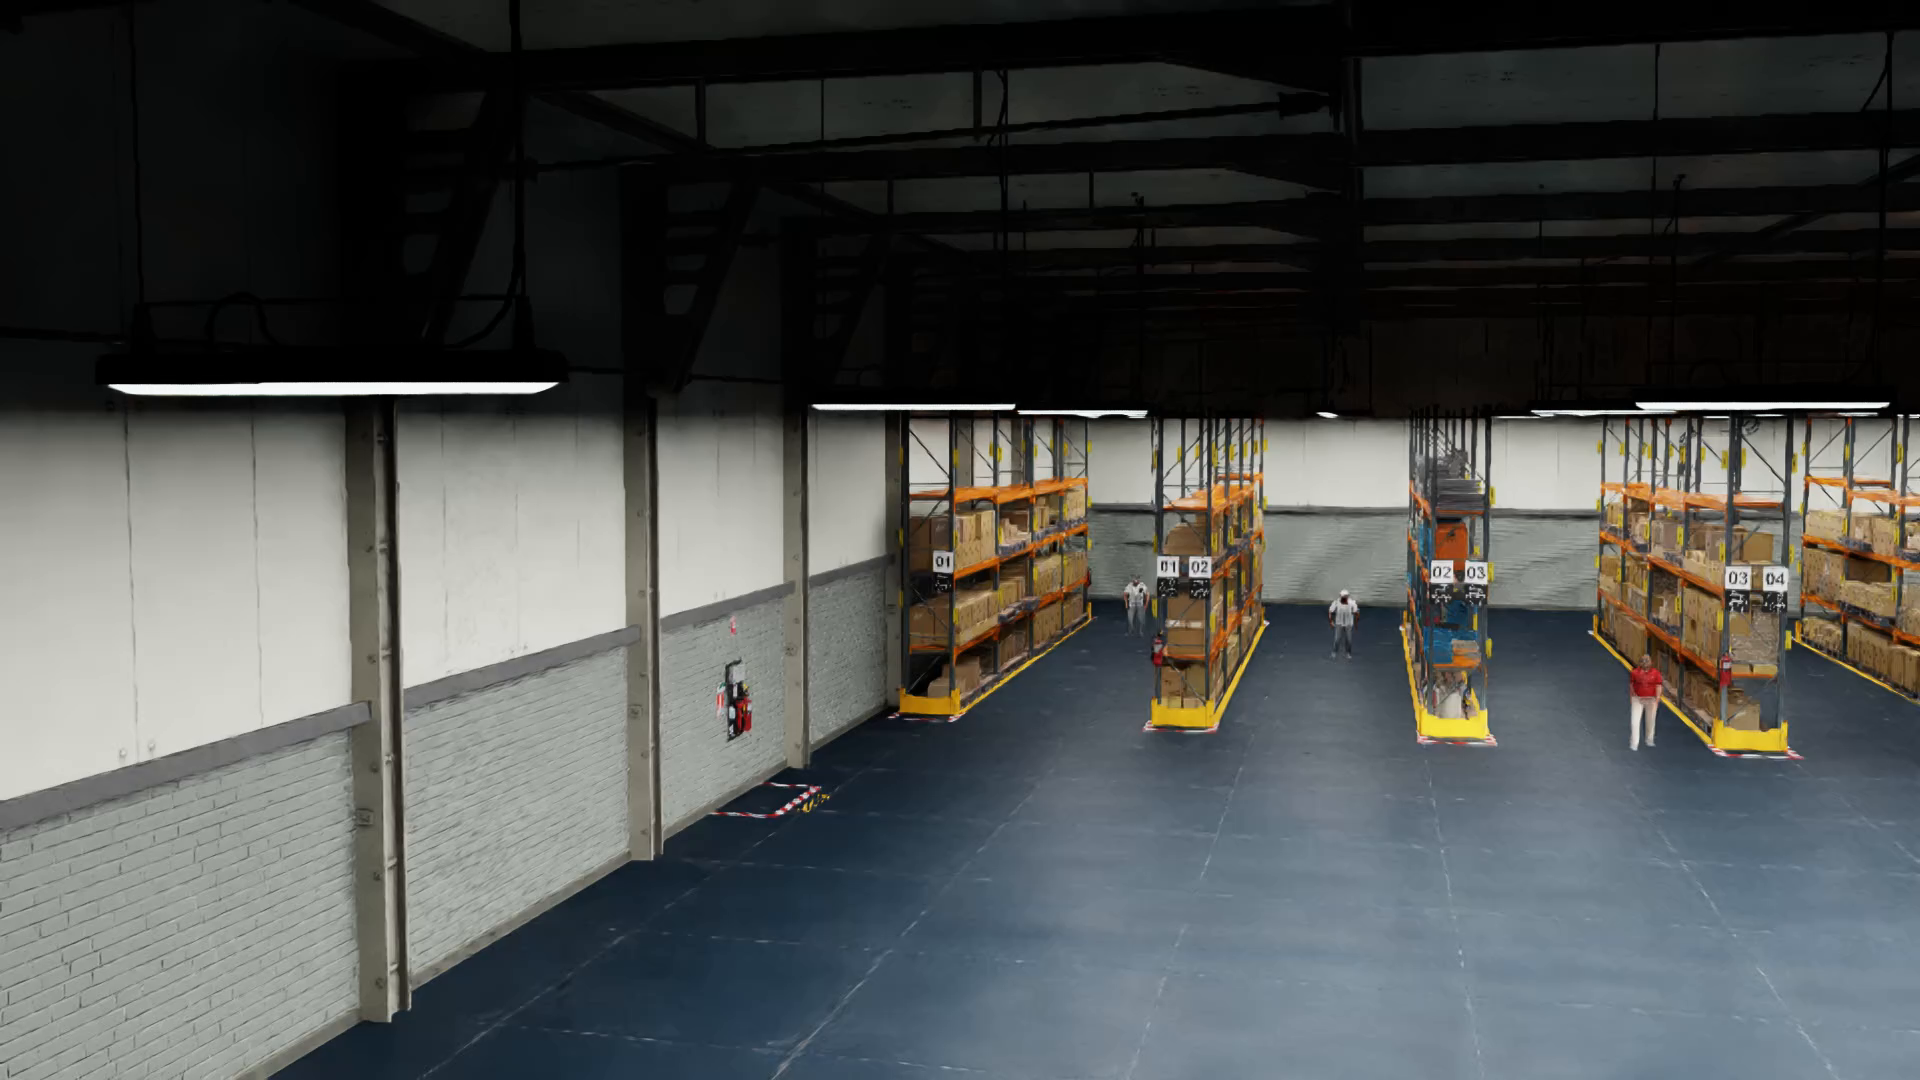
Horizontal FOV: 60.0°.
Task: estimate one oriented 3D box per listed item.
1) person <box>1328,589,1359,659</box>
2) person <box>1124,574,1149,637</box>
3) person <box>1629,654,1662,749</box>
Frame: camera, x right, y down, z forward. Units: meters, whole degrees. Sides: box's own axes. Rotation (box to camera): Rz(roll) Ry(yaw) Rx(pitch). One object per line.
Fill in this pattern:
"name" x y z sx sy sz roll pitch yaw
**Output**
"person" 9.189 2.017 39.848 0.719 1.714 0.578 1 4 12
"person" 4.658 1.720 43.943 0.682 1.715 0.542 1 4 11
"person" 11.931 2.801 28.948 0.532 1.659 1.040 2 4 23
